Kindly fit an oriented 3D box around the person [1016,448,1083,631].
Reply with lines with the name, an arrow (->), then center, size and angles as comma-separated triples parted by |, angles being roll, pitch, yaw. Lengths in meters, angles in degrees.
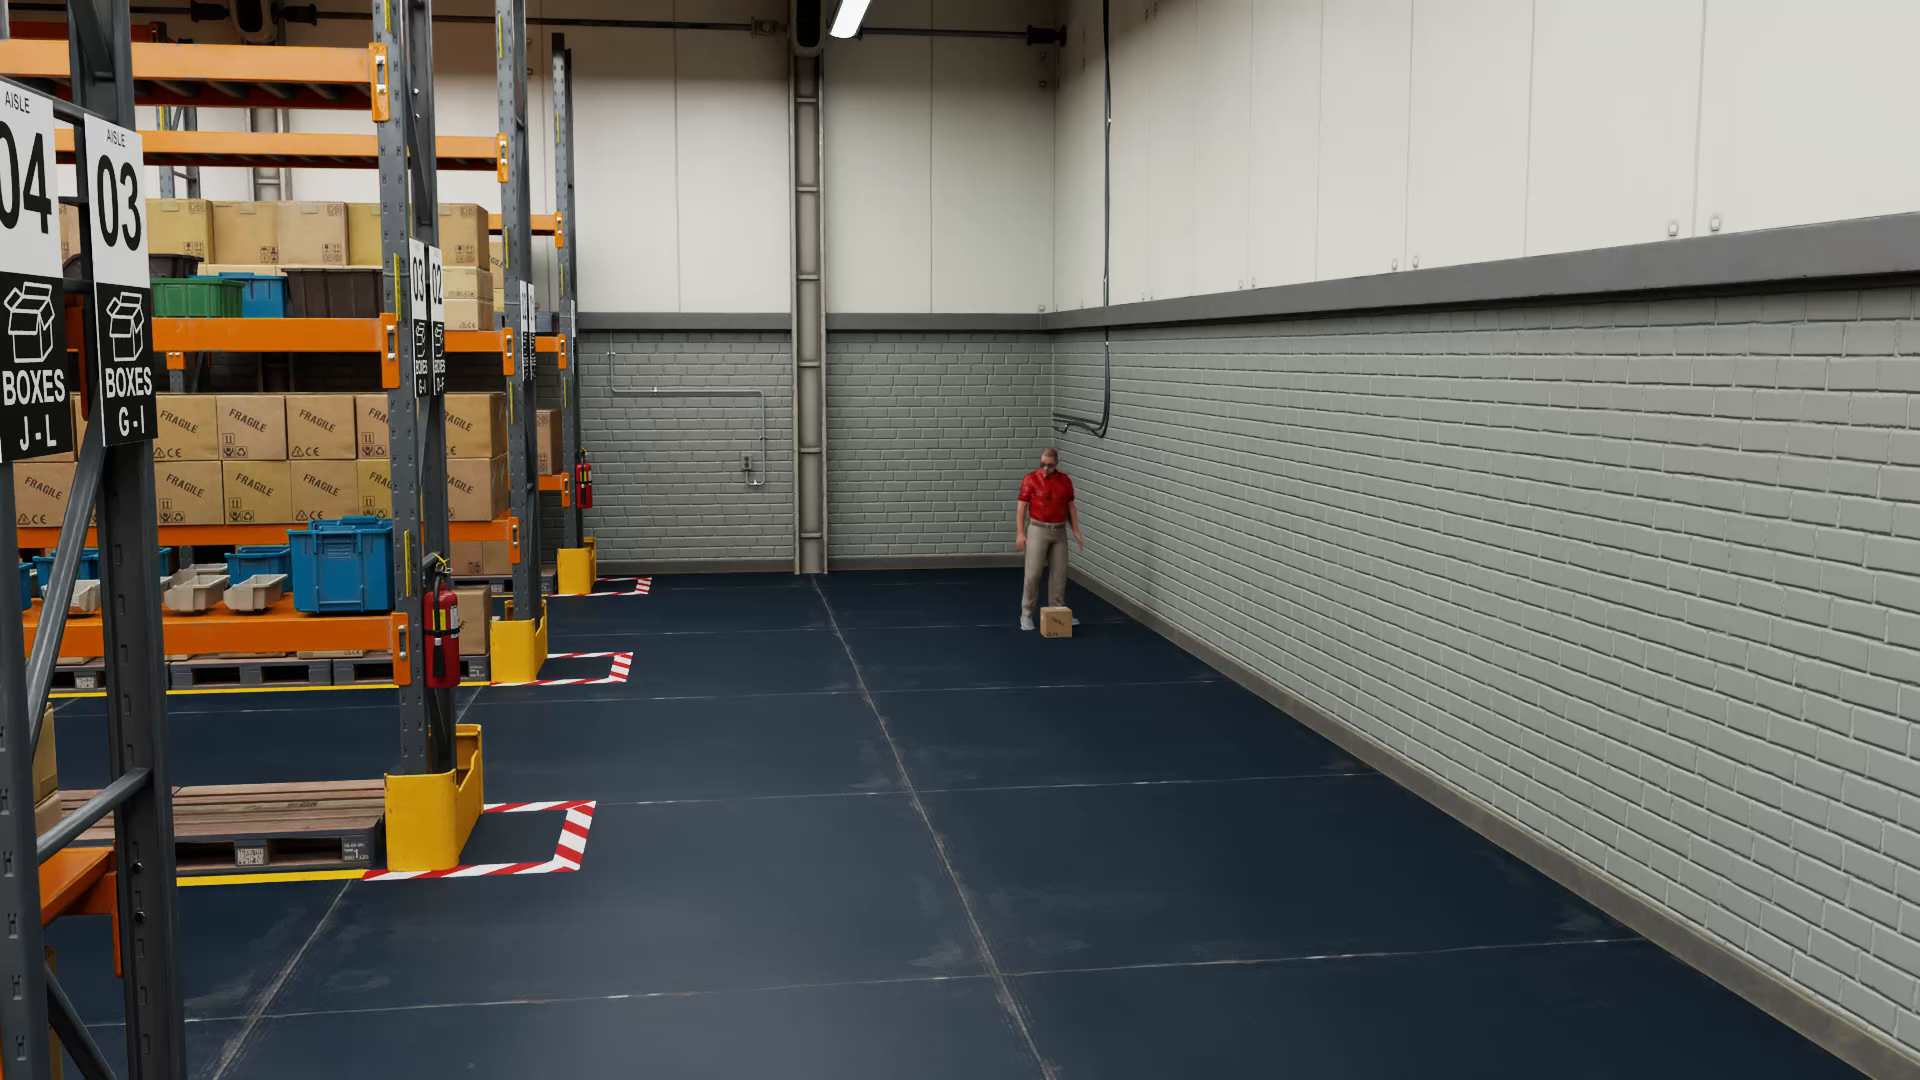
person -> 0.869, -0.004, 15.965 | 0.636, 1.756, 0.378 | -4, 7, -29
